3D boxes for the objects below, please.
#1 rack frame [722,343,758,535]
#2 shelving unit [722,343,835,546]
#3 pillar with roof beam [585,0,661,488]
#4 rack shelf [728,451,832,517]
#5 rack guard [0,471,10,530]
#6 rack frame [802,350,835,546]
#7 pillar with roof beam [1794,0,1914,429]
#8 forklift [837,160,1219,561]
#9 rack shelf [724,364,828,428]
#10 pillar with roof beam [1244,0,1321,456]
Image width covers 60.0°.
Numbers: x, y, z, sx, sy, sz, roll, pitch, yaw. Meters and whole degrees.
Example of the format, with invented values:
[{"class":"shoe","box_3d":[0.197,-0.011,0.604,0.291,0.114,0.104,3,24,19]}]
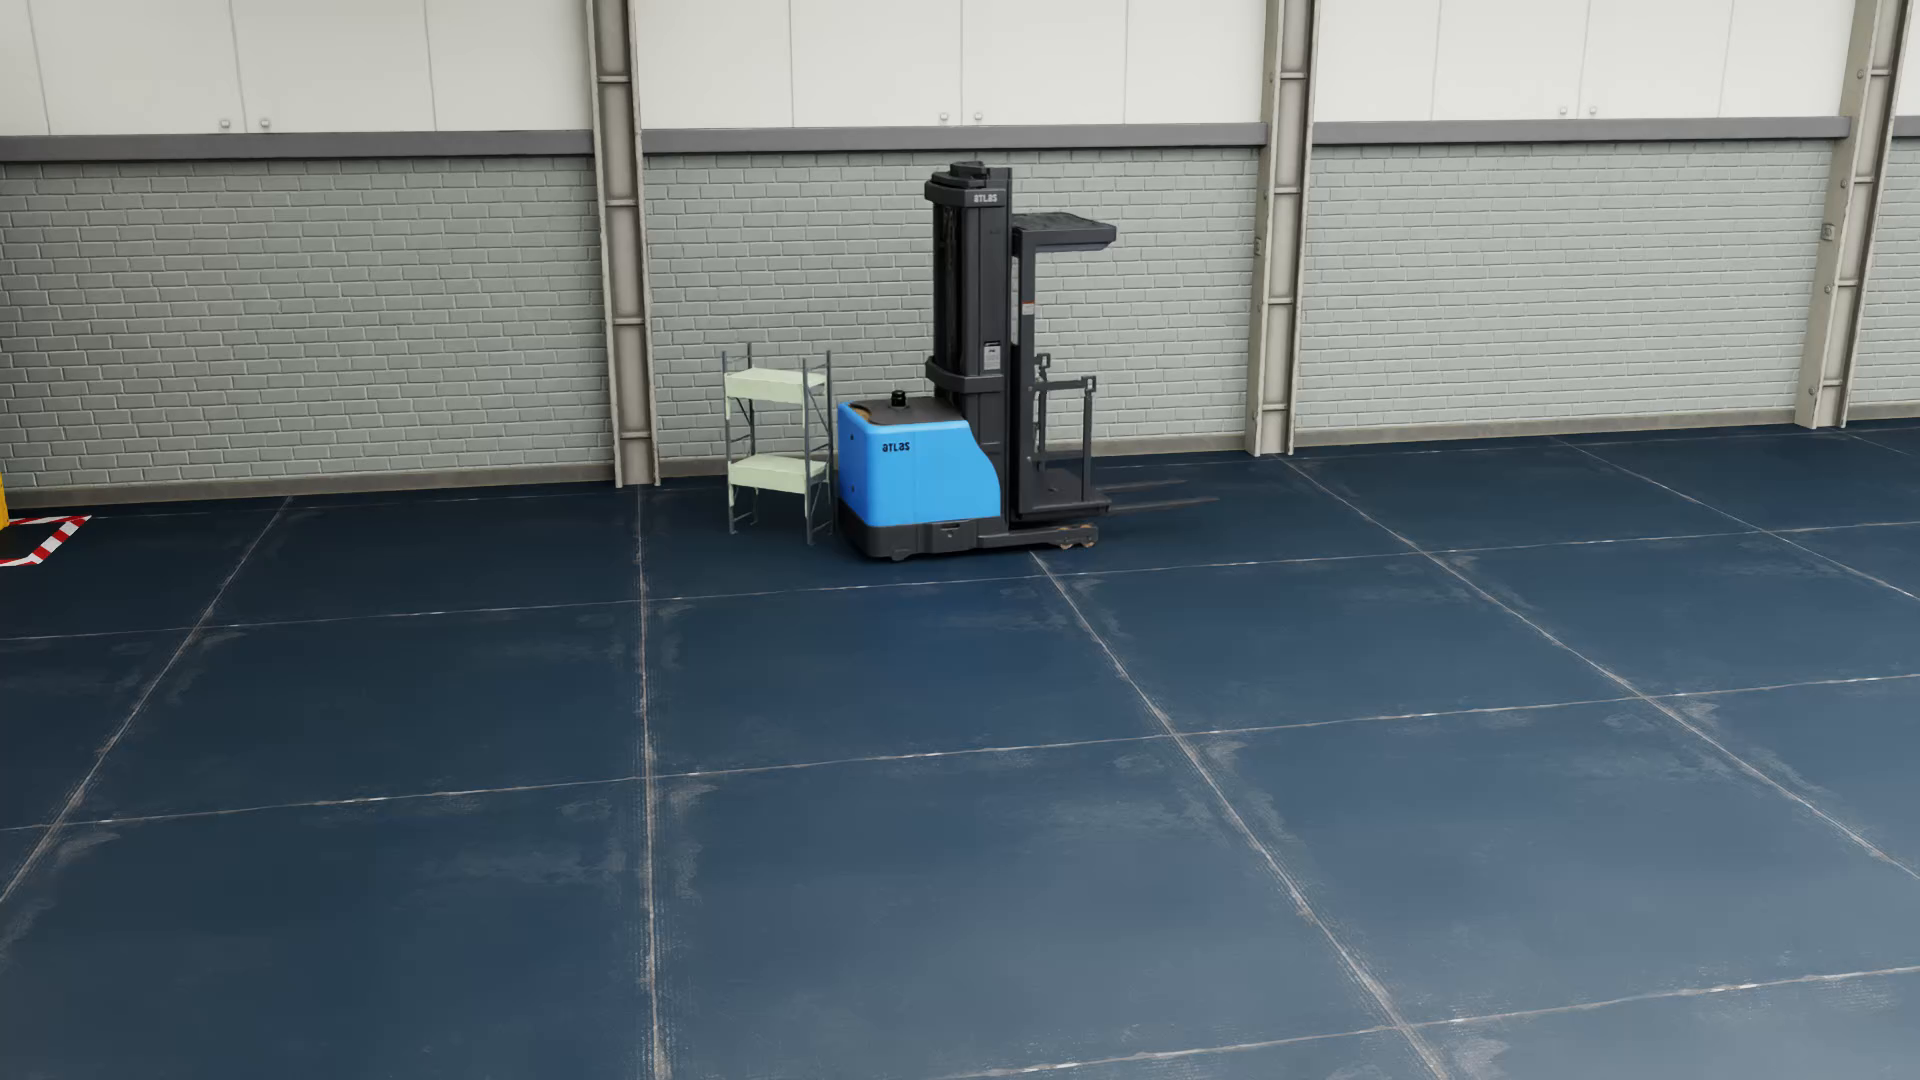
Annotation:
[{"class":"rack frame","box_3d":[-1.770,-0.815,13.410,0.023,1.500,0.400,8,19,24]},{"class":"shelving unit","box_3d":[-1.440,-0.768,13.258,0.755,1.500,0.431,8,19,24]},{"class":"pillar with roof beam","box_3d":[-2.090,-3.583,9.651,0.400,9.000,9.100,-3,17,-10]},{"class":"rack shelf","box_3d":[-1.440,-0.456,13.354,0.720,0.370,0.431,8,19,24]},{"class":"rack guard","box_3d":[-7.919,-0.208,13.136,0.348,0.500,1.175,-3,17,-10]},{"class":"rack frame","box_3d":[-1.110,-0.722,13.107,0.023,1.500,0.400,8,19,24]},{"class":"pillar with roof beam","box_3d":[9.693,-4.252,11.828,0.400,9.000,9.100,-3,17,-10]},{"class":"forklift","box_3d":[0.585,-1.477,13.128,3.031,2.935,1.130,-5,18,-17]},{"class":"rack shelf","box_3d":[-1.440,-1.141,13.144,0.720,0.370,0.431,8,19,24]},{"class":"pillar with roof beam","box_3d":[3.802,-3.917,10.740,0.400,9.000,9.100,-3,17,-10]}]
